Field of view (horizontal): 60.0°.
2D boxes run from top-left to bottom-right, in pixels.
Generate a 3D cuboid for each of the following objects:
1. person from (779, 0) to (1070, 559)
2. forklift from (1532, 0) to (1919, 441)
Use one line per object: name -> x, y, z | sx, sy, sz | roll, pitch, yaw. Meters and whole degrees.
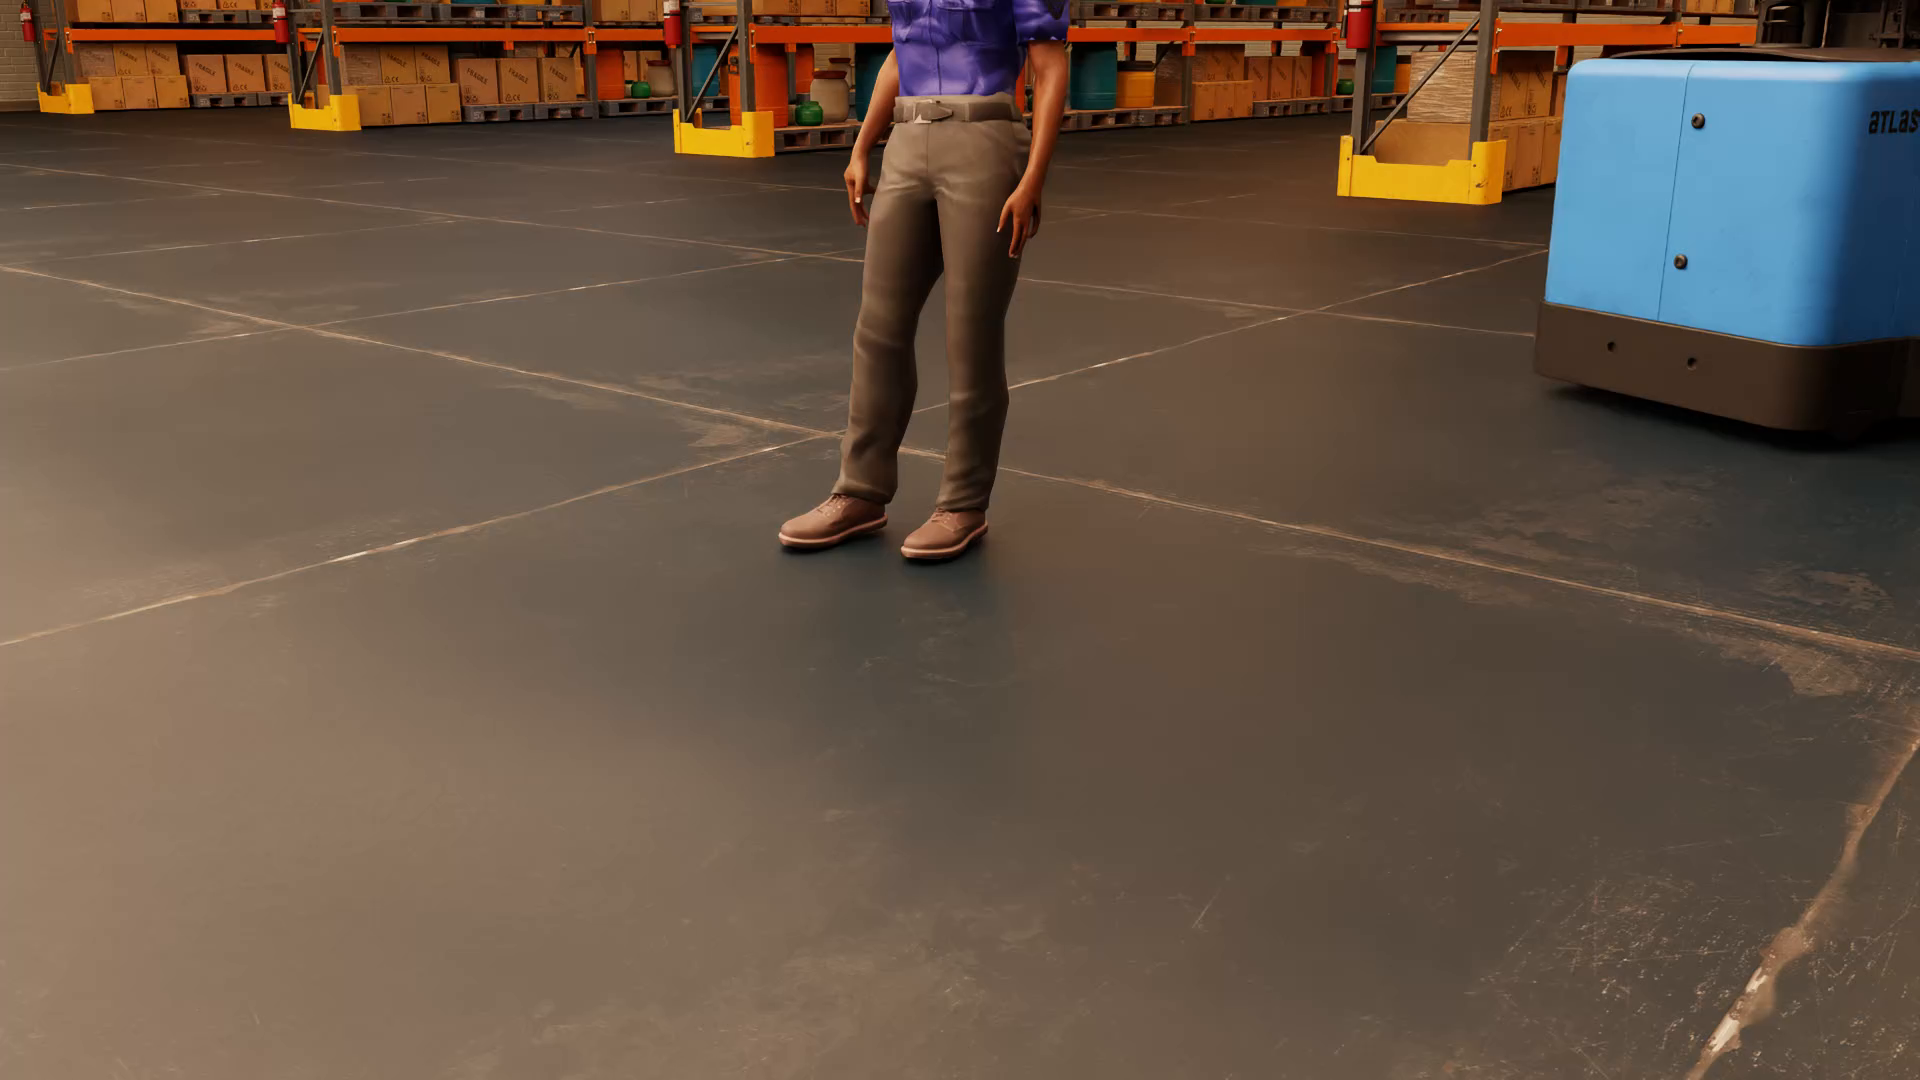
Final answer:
person -> -0.071, -0.783, 3.647 | 0.569, 1.656, 0.503 | 13, 21, 37
forklift -> 3.452, -1.970, 5.384 | 3.031, 2.935, 1.130 | -9, 19, -26
